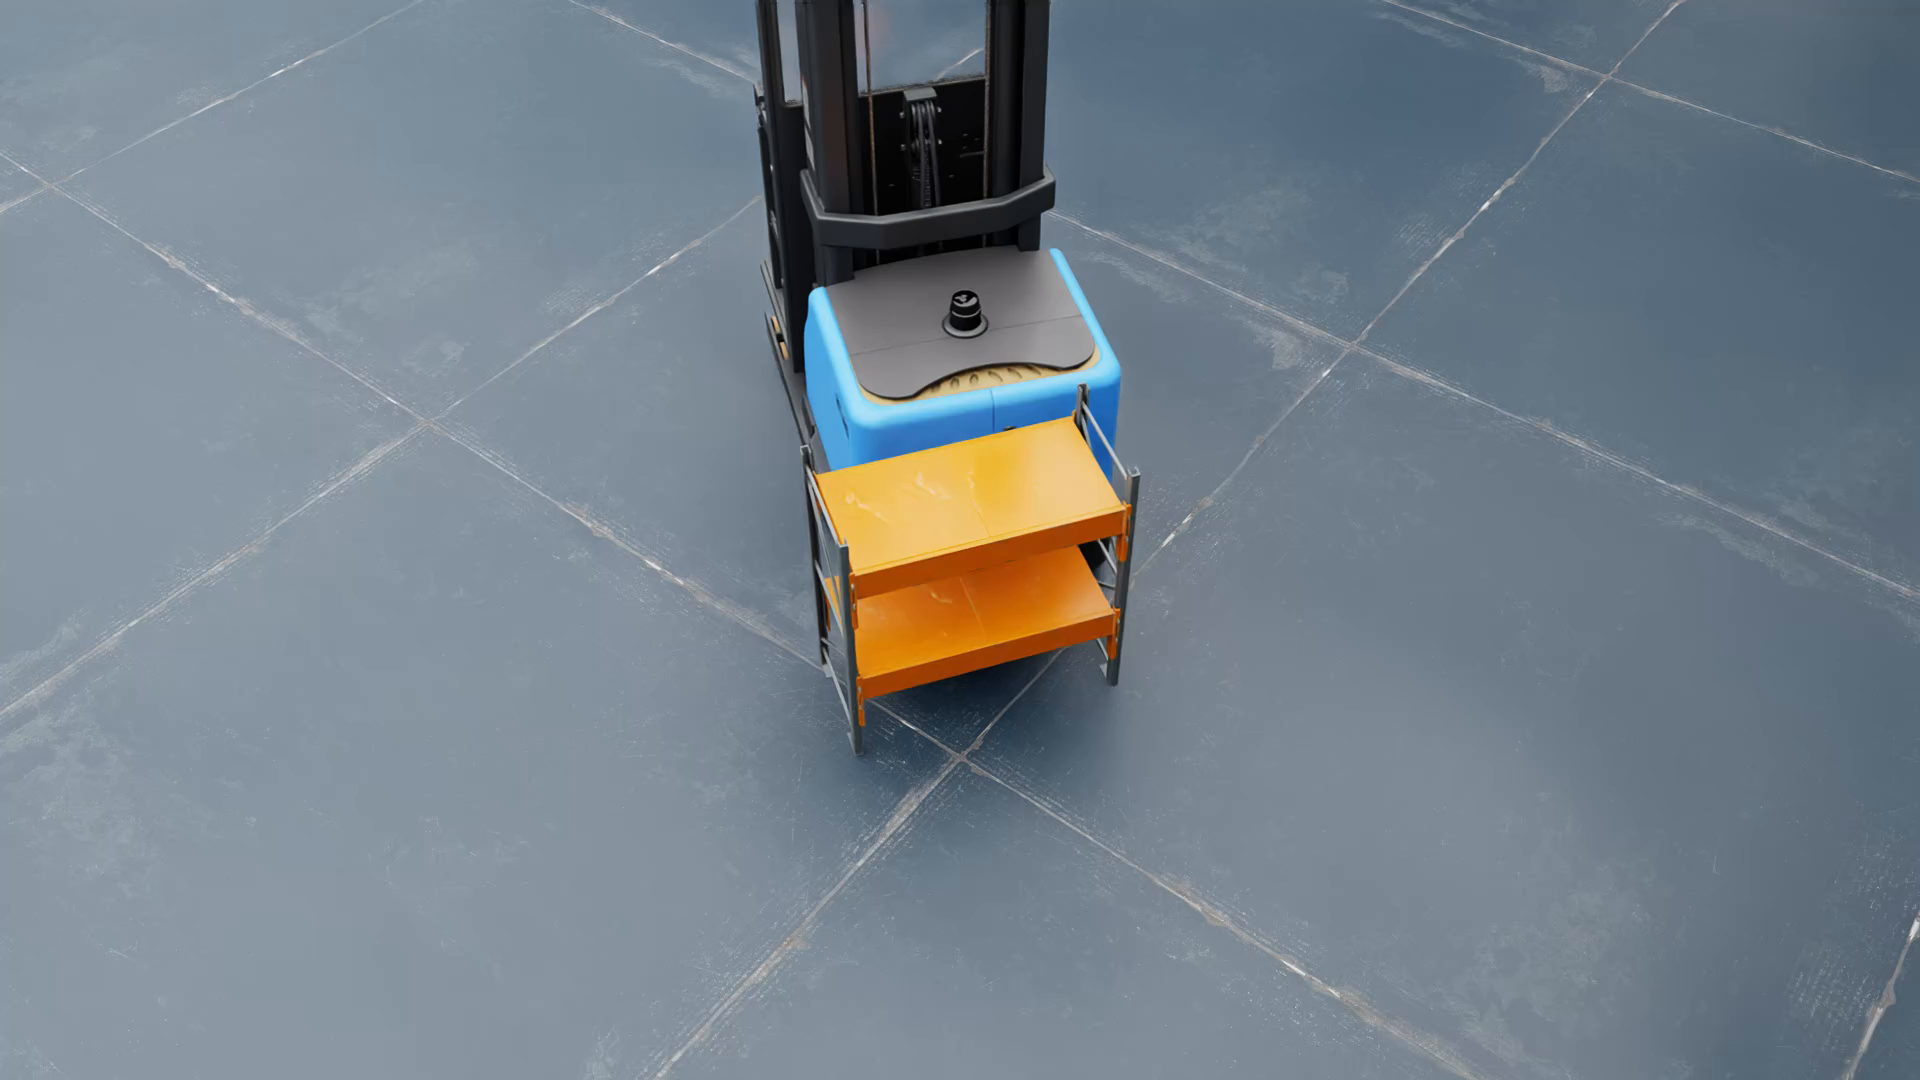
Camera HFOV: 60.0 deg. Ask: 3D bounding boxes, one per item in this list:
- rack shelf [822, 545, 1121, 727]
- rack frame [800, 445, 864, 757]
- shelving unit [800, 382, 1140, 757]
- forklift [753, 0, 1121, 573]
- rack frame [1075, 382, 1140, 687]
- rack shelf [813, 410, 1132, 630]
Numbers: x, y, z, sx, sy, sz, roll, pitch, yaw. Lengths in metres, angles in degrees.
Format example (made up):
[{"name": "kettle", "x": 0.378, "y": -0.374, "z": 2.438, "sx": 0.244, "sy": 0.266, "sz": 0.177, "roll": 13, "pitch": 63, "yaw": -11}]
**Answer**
[{"name": "rack shelf", "x": 0.029, "y": 0.289, "z": 6.199, "sx": 1.000, "sy": 0.278, "sz": 0.538, "roll": -14, "pitch": 48, "yaw": -13}, {"name": "rack frame", "x": -0.452, "y": 0.238, "z": 5.909, "sx": 0.032, "sy": 1.125, "sz": 0.500, "roll": -14, "pitch": 48, "yaw": -13}, {"name": "shelving unit", "x": 0.029, "y": 0.120, "z": 6.022, "sx": 1.048, "sy": 1.125, "sz": 0.538, "roll": -14, "pitch": 48, "yaw": -13}, {"name": "forklift", "x": -0.274, "y": -1.824, "z": 6.631, "sx": 1.130, "sy": 2.935, "sz": 3.031, "roll": -11, "pitch": 47, "yaw": -10}, {"name": "rack frame", "x": 0.511, "y": 0.002, "z": 6.135, "sx": 0.032, "sy": 1.125, "sz": 0.500, "roll": -14, "pitch": 48, "yaw": -13}, {"name": "rack shelf", "x": 0.029, "y": -0.082, "z": 5.810, "sx": 1.000, "sy": 0.278, "sz": 0.538, "roll": -14, "pitch": 48, "yaw": -13}]
